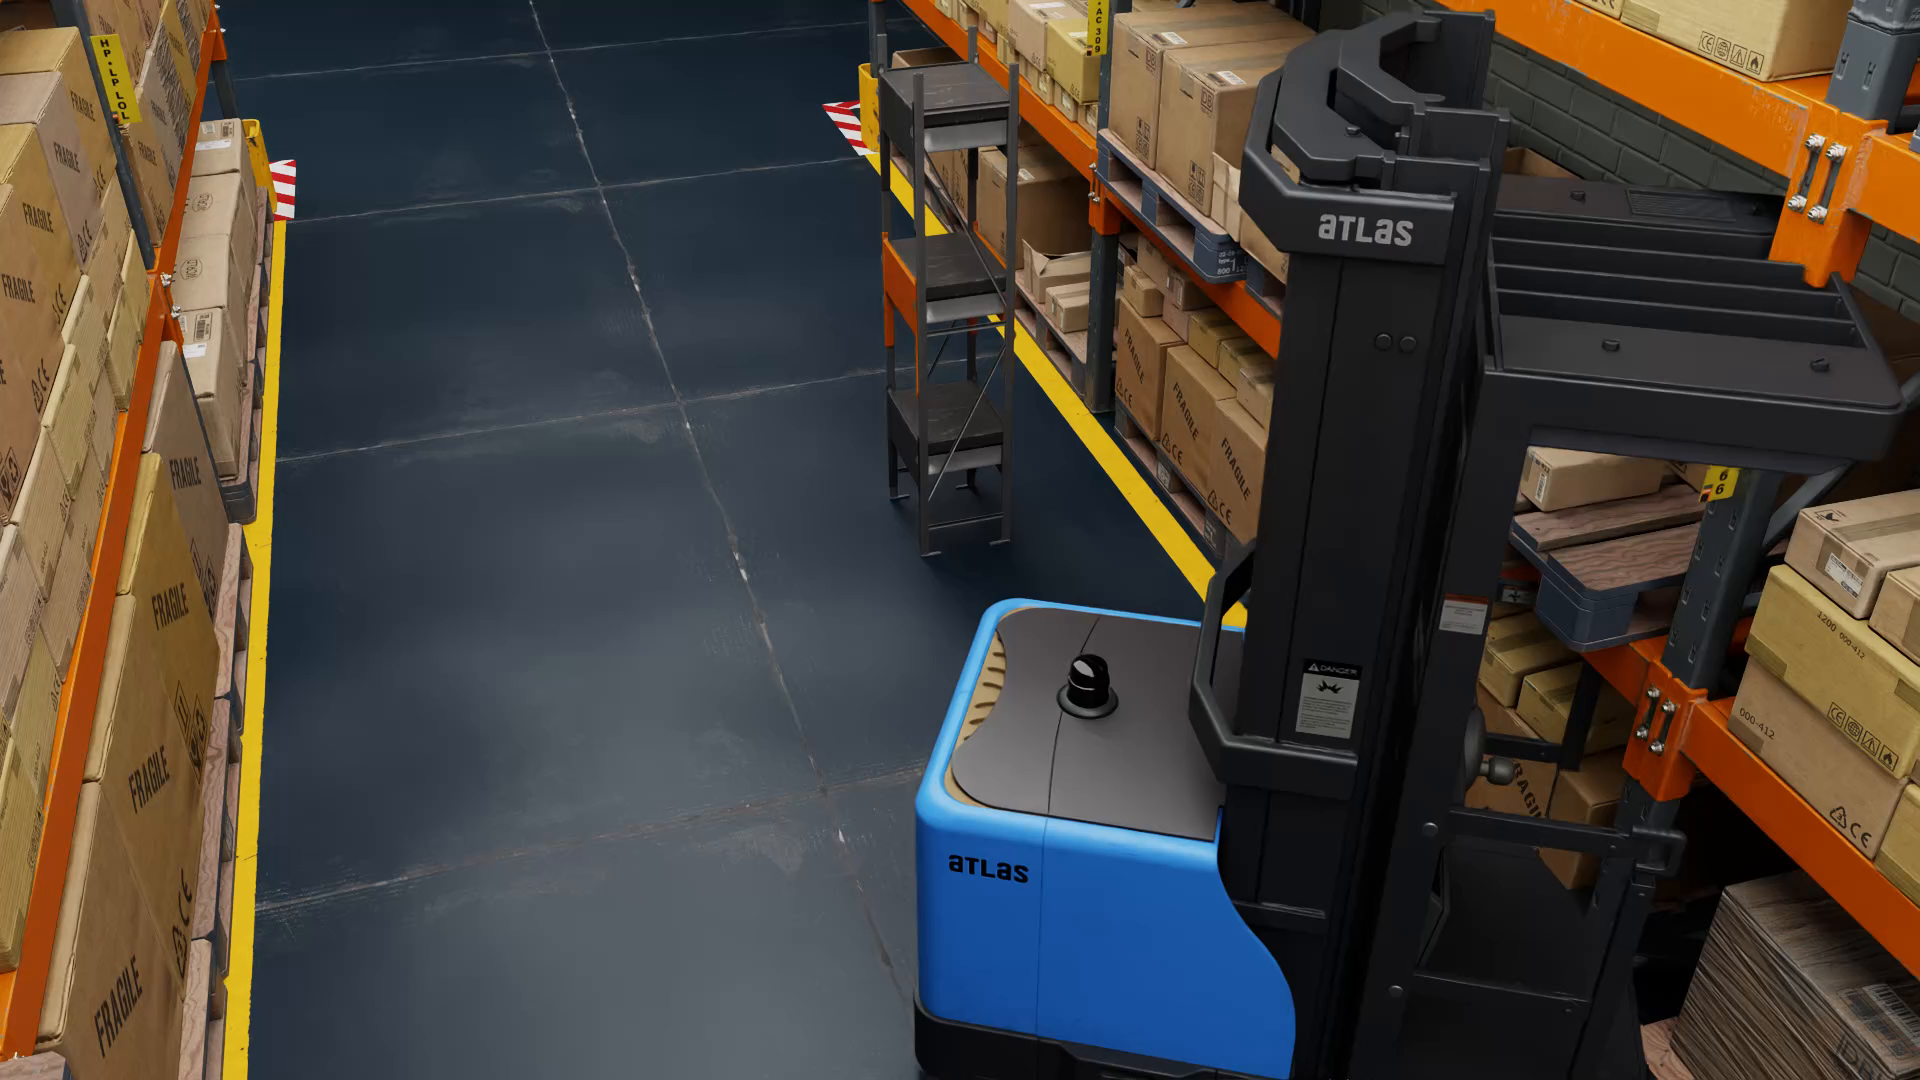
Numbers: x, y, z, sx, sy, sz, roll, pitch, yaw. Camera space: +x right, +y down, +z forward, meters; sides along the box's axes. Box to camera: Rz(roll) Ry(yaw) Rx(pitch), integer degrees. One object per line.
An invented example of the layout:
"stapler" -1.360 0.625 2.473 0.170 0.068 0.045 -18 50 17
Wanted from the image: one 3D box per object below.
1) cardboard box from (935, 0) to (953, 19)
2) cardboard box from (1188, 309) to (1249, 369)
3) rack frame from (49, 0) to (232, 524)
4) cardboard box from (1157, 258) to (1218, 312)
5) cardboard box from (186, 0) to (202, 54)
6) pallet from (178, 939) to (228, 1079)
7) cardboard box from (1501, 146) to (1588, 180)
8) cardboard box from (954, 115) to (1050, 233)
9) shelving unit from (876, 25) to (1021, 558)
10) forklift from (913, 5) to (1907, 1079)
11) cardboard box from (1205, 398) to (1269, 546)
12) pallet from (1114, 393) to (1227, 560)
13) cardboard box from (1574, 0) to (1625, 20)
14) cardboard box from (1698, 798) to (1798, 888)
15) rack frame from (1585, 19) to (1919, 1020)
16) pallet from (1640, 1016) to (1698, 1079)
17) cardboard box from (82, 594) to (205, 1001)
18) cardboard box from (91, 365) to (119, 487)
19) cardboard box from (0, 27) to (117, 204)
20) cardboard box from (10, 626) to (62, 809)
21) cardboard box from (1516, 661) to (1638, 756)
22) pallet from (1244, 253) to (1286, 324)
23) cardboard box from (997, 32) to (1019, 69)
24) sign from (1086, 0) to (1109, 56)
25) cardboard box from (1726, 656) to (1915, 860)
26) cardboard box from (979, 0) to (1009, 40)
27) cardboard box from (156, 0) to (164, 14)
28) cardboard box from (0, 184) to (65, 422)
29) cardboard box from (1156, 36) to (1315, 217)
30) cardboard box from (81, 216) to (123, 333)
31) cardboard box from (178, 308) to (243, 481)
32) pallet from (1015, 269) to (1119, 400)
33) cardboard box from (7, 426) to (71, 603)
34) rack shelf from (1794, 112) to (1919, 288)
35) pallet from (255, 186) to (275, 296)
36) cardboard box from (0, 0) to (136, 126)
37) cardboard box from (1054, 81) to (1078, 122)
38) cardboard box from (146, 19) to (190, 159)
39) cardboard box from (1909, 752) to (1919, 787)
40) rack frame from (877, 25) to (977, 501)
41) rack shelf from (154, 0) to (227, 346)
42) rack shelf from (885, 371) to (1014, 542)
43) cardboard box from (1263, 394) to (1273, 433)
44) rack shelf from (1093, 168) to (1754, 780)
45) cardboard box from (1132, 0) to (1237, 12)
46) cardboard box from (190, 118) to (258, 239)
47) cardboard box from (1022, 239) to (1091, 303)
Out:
"cardboard box" 0.075 -3.072 9.406 0.380 0.149 0.250 -11 35 -16
"cardboard box" 1.214 -0.885 7.166 0.380 0.149 0.250 -12 35 -17
"rack frame" -3.615 -1.143 6.259 1.000 3.000 0.127 -10 35 -15
"cardboard box" 1.092 -1.146 7.291 0.380 0.149 0.250 -12 35 -17
"cardboard box" -4.298 -2.810 8.691 0.500 0.500 0.500 -11 35 -16
"pallet" -2.564 1.694 4.496 1.003 0.211 1.213 -10 35 -15
"cardboard box" 1.657 -0.924 5.453 0.797 0.503 0.637 -11 35 -16
"cardboard box" 0.277 -2.126 9.632 0.500 0.500 0.500 -9 35 -14
"shelving unit" -0.050 -0.963 6.803 0.431 2.100 0.503 -10 35 -15
"forklift" 1.440 0.275 4.175 3.031 2.935 1.130 7 34 11
"cardboard box" 1.364 -0.280 6.839 0.500 0.500 0.500 -11 35 -16
"pallet" 1.395 -0.396 7.658 1.003 0.211 1.213 -10 35 -15
"cardboard box" 1.789 -1.561 4.307 0.500 0.250 0.500 -10 35 -15
"cardboard box" 2.469 0.719 5.327 0.500 0.500 0.500 -9 34 -13
"rack frame" 2.331 0.120 4.347 1.000 3.000 0.127 -10 35 -15
"pallet" 2.545 1.722 4.452 1.003 0.211 1.213 -10 35 -15
"cardboard box" -2.795 0.822 4.831 0.875 0.875 0.875 -10 35 -14
"cardboard box" -2.948 -0.352 5.198 0.500 0.250 0.500 -11 35 -16
"cardboard box" -3.240 -1.410 5.665 0.500 0.500 0.500 -9 34 -13
"cardboard box" -2.478 0.454 3.979 0.500 0.250 0.500 -11 35 -16
"cardboard box" 1.939 0.500 5.070 0.380 0.149 0.250 -12 35 -17
"pallet" 1.733 -0.820 5.944 1.003 0.211 1.213 -10 35 -15
"cardboard box" 0.412 -2.537 8.597 0.380 0.149 0.250 -11 35 -15
"sign" 0.596 -2.246 7.143 0.100 0.325 0.005 -10 35 -15
"cardboard box" 2.233 0.457 3.974 0.500 0.250 0.500 -10 35 -15
"cardboard box" 0.416 -2.792 8.621 0.500 0.250 0.500 -10 35 -15
"cardboard box" -3.975 -2.695 7.610 0.500 0.500 0.500 -10 35 -15
"cardboard box" -2.767 -0.601 4.441 0.500 0.500 0.500 -9 35 -14
"cardboard box" 1.203 -1.633 6.529 0.700 0.500 0.500 -10 35 -14
"cardboard box" -3.090 -0.838 5.479 0.500 0.250 0.500 -9 35 -14
"cardboard box" -3.705 -0.597 7.376 0.875 0.438 0.875 -11 35 -15
"pallet" 0.902 -1.177 8.840 1.003 0.211 1.213 -10 35 -15
"cardboard box" -2.611 -0.032 4.260 0.500 0.250 0.500 -10 35 -15
"rack shelf" 2.941 0.219 2.130 1.077 0.370 4.000 -10 35 -15
"pallet" -4.517 -1.673 9.591 1.003 0.211 1.213 -10 35 -15
"cardboard box" -3.530 -1.893 6.396 0.500 0.500 0.500 -10 35 -14
"cardboard box" 0.673 -2.133 7.985 0.380 0.149 0.250 -9 35 -13
"cardboard box" -3.804 -2.003 7.469 0.500 0.500 0.500 -10 35 -14
"cardboard box" 2.385 0.511 3.438 0.500 0.250 0.500 -9 34 -13
"rack frame" -0.125 -1.091 6.997 0.400 2.100 0.015 -10 35 -15
"rack shelf" -4.225 -1.893 8.047 1.077 0.370 4.000 -10 35 -15
"rack shelf" -0.050 -0.368 7.196 0.431 0.518 0.480 -10 35 -15
"cardboard box" 1.425 -0.475 6.546 0.380 0.149 0.250 -9 34 -13
"rack shelf" 1.721 -0.630 6.135 1.077 0.370 4.000 -10 35 -15
"cardboard box" 1.057 -2.609 8.344 0.500 0.250 0.500 -10 35 -15
"cardboard box" -4.539 -2.020 9.529 0.875 0.438 0.875 -11 35 -16
"cardboard box" 0.552 -1.445 8.815 0.396 0.266 0.258 -9 34 -13
